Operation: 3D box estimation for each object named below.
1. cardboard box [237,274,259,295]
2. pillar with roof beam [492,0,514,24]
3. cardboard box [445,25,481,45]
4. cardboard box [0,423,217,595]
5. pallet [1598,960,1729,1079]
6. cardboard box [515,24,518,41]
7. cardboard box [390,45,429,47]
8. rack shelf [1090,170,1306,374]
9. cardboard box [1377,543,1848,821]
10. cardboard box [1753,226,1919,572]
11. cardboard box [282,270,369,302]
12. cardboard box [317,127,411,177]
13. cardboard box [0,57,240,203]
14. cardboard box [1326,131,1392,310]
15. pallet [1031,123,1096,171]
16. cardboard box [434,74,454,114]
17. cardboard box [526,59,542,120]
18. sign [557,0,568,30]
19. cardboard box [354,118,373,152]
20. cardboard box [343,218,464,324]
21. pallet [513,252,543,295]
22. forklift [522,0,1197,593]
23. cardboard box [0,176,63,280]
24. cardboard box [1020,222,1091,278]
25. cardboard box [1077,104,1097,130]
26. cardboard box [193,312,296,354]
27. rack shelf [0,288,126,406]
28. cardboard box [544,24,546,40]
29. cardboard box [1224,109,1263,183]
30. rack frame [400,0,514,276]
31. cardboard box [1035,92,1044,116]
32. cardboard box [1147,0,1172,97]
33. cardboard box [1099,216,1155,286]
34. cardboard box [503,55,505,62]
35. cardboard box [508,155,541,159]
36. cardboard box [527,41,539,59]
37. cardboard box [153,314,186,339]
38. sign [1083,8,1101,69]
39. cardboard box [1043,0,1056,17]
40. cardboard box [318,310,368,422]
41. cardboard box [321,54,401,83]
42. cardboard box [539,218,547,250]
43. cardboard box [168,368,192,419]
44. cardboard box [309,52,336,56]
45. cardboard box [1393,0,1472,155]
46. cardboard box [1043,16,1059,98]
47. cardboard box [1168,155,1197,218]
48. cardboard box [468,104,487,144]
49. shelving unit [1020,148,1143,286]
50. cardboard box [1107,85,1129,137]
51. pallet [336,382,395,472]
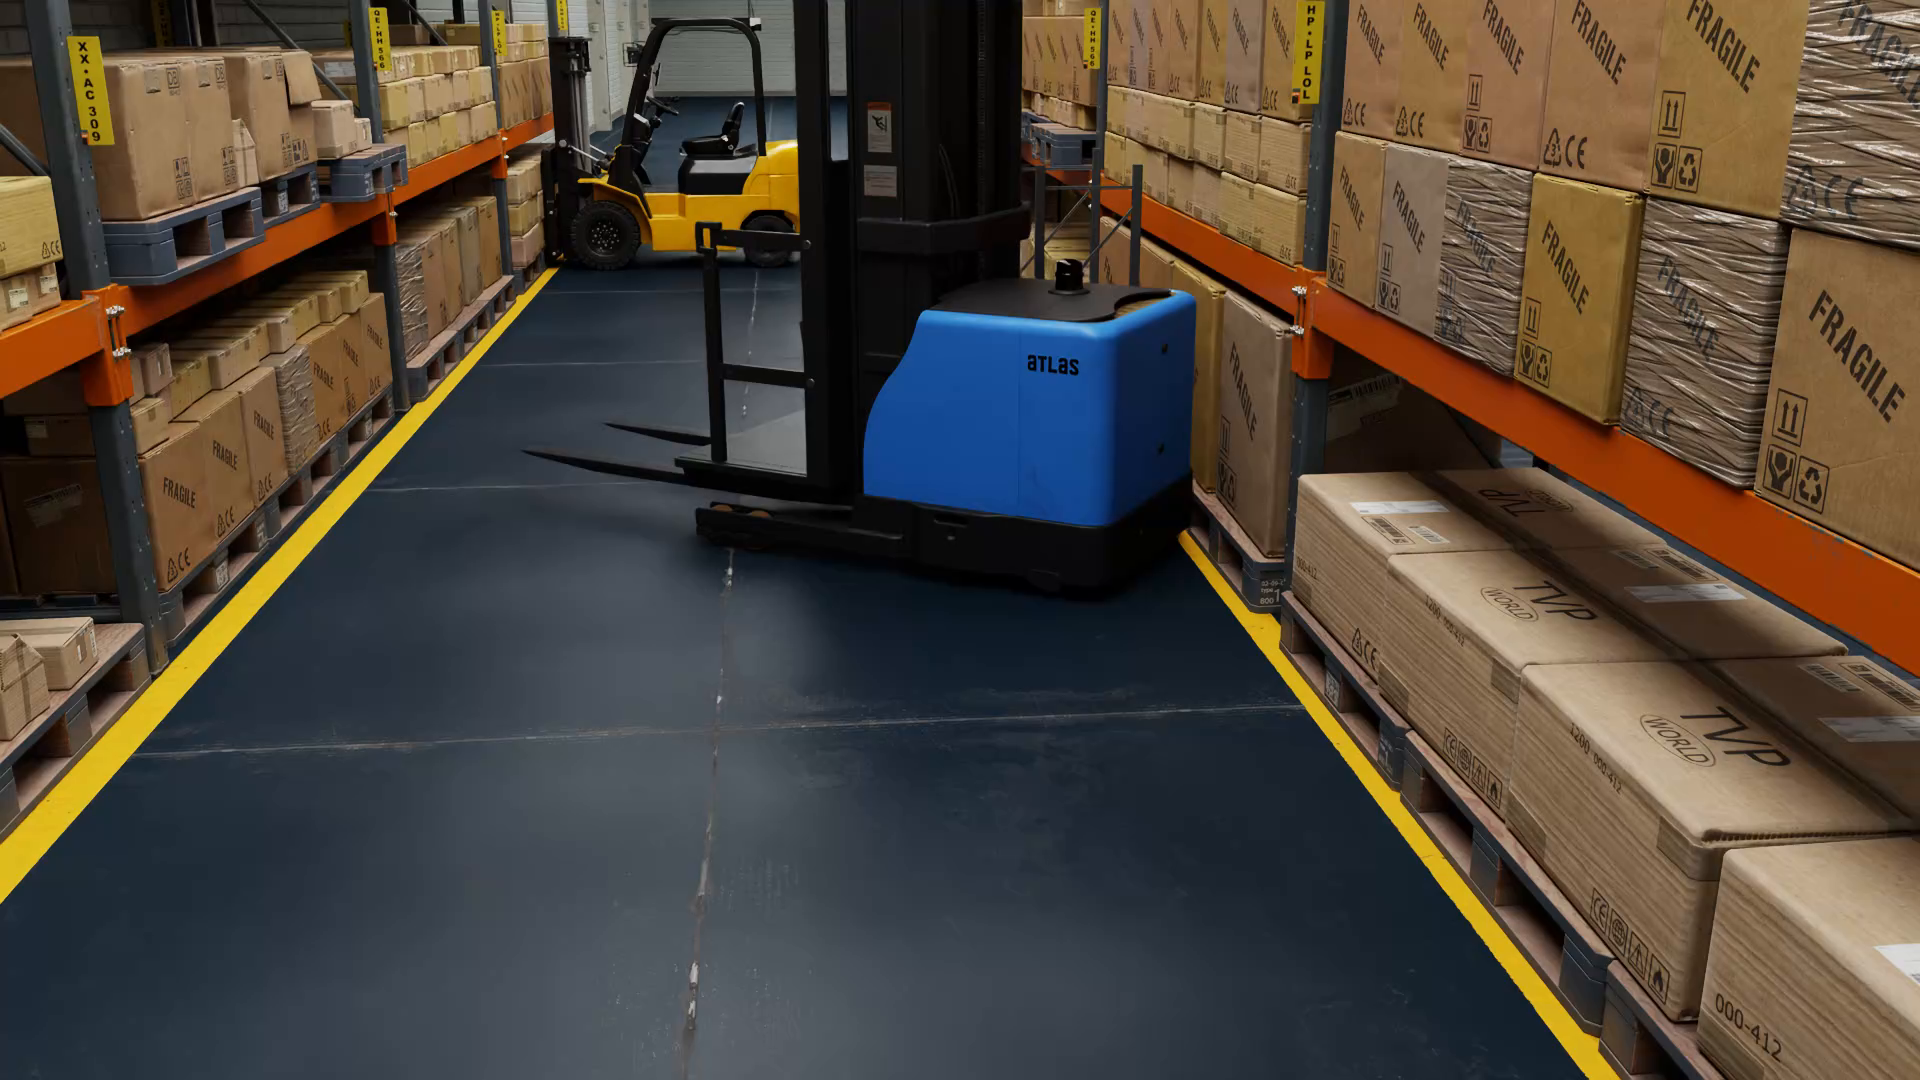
[{"bbox_3d":[-3.912,-1.306,8.720,0.380,0.149,0.250,-1,17,-3],"label":"cardboard box"},{"bbox_3d":[-1.642,-9.085,21.093,9.100,9.000,0.400,-2,18,-6],"label":"pillar with roof beam"},{"bbox_3d":[-3.806,-3.949,13.002,0.380,0.149,0.250,-1,17,-5],"label":"cardboard box"},{"bbox_3d":[-3.069,-0.121,6.028,0.500,0.500,0.500,-1,17,-3],"label":"cardboard box"},{"bbox_3d":[1.946,1.169,3.100,1.003,0.211,1.213,-2,18,-6],"label":"pallet"},{"bbox_3d":[-4.061,-4.404,14.452,0.380,0.149,0.250,-2,18,-5],"label":"cardboard box"},{"bbox_3d":[-4.357,-3.791,12.995,0.380,0.149,0.250,-2,18,-6],"label":"cardboard box"},{"bbox_3d":[1.488,-1.370,7.733,1.077,0.370,4.000,-2,18,-6],"label":"rack shelf"},{"bbox_3d":[1.745,0.362,4.592,0.875,0.438,0.875,-2,18,-7],"label":"cardboard box"},{"bbox_3d":[1.757,-0.258,2.826,0.500,0.500,0.500,-2,18,-7],"label":"cardboard box"},{"bbox_3d":[-3.352,-1.332,8.802,0.380,0.149,0.250,-3,18,-8],"label":"cardboard box"},{"bbox_3d":[-3.458,-2.222,9.499,0.500,0.250,0.500,-2,18,-5],"label":"cardboard box"},{"bbox_3d":[-3.124,-1.516,6.130,0.700,0.500,0.500,-2,17,-5],"label":"cardboard box"},{"bbox_3d":[1.482,-1.017,5.241,0.500,0.500,0.500,-1,17,-4],"label":"cardboard box"},{"bbox_3d":[1.102,-2.426,10.218,1.213,0.211,1.003,-2,18,-6],"label":"pallet"},{"bbox_3d":[-3.622,-2.918,10.880,0.500,0.250,0.500,-2,17,-5],"label":"cardboard box"},{"bbox_3d":[-4.008,-3.990,14.711,0.500,0.500,0.500,-2,18,-5],"label":"cardboard box"},{"bbox_3d":[-3.939,-5.216,16.454,0.100,0.325,0.005,-2,18,-6],"label":"sign"},{"bbox_3d":[-3.206,-2.051,8.420,0.380,0.149,0.250,-1,17,-5],"label":"cardboard box"},{"bbox_3d":[-3.851,-1.803,11.175,0.875,0.625,0.625,-3,18,-8],"label":"cardboard box"},{"bbox_3d":[-4.108,-2.254,14.003,1.003,0.211,1.213,-2,18,-6],"label":"pallet"},{"bbox_3d":[-0.556,-1.485,7.014,3.031,2.935,1.130,9,19,26],"label":"forklift"},{"bbox_3d":[-2.948,-0.889,4.754,0.500,0.250,0.500,-1,17,-4],"label":"cardboard box"},{"bbox_3d":[0.925,-2.291,13.152,0.950,0.372,0.625,-2,17,-5],"label":"cardboard box"},{"bbox_3d":[0.914,-2.557,10.033,0.380,0.149,0.250,-2,17,-5],"label":"cardboard box"},{"bbox_3d":[-3.244,-0.936,7.540,0.380,0.149,0.250,-3,18,-8],"label":"cardboard box"},{"bbox_3d":[-3.037,-0.023,3.445,1.077,0.370,4.000,-2,18,-6],"label":"rack shelf"},{"bbox_3d":[-4.178,-4.864,15.916,0.380,0.149,0.250,-2,18,-6],"label":"cardboard box"},{"bbox_3d":[1.348,-1.556,6.543,0.500,0.250,0.500,-1,17,-4],"label":"cardboard box"},{"bbox_3d":[-4.068,-3.346,12.827,1.000,3.000,0.127,-2,18,-6],"label":"rack frame"},{"bbox_3d":[0.718,-3.017,11.498,0.380,0.149,0.250,-1,17,-4],"label":"cardboard box"},{"bbox_3d":[1.188,-2.377,7.904,0.500,0.500,0.500,-1,17,-4],"label":"cardboard box"},{"bbox_3d":[1.270,-1.287,9.115,0.875,0.875,0.875,-2,18,-6],"label":"cardboard box"},{"bbox_3d":[-3.922,-3.960,13.533,0.380,0.149,0.250,-2,18,-6],"label":"cardboard box"},{"bbox_3d":[-3.958,-3.322,14.972,0.500,0.250,0.500,-2,18,-7],"label":"cardboard box"},{"bbox_3d":[-4.009,-4.419,14.994,0.380,0.149,0.250,-2,18,-5],"label":"cardboard box"},{"bbox_3d":[-3.725,-0.923,7.498,0.380,0.149,0.250,-2,18,-5],"label":"cardboard box"},{"bbox_3d":[0.743,-2.804,9.299,0.100,0.325,0.005,-2,18,-6],"label":"sign"},{"bbox_3d":[0.780,-3.728,11.597,0.380,0.149,0.250,-1,17,-3],"label":"cardboard box"},{"bbox_3d":[-3.357,-0.893,8.486,0.500,0.500,0.500,-2,18,-6],"label":"cardboard box"},{"bbox_3d":[-3.424,-2.695,9.503,0.380,0.149,0.250,-1,17,-4],"label":"cardboard box"},{"bbox_3d":[-3.925,-2.692,14.634,0.500,0.250,0.500,-1,17,-5],"label":"cardboard box"},{"bbox_3d":[-3.159,-0.551,6.314,0.380,0.149,0.250,-3,18,-9],"label":"cardboard box"},{"bbox_3d":[-4.039,-2.907,10.178,0.380,0.149,0.250,-2,18,-6],"label":"cardboard box"},{"bbox_3d":[1.548,-1.342,4.607,0.500,0.500,0.500,-2,18,-6],"label":"cardboard box"},{"bbox_3d":[0.841,-3.130,10.773,0.500,0.500,0.500,-3,18,-9],"label":"cardboard box"},{"bbox_3d":[1.255,-1.628,7.604,0.500,0.250,0.500,-2,18,-6],"label":"cardboard box"},{"bbox_3d":[-3.698,-2.983,11.920,0.500,0.250,0.500,-2,18,-6],"label":"cardboard box"},{"bbox_3d":[0.545,-1.172,8.407,0.587,1.500,1.083,-2,18,-6],"label":"shelving unit"},{"bbox_3d":[1.088,-2.317,8.965,0.500,0.250,0.500,-2,18,-6],"label":"cardboard box"},{"bbox_3d":[-3.616,-0.600,8.736,1.003,0.211,1.213,-2,18,-6],"label":"pallet"}]
